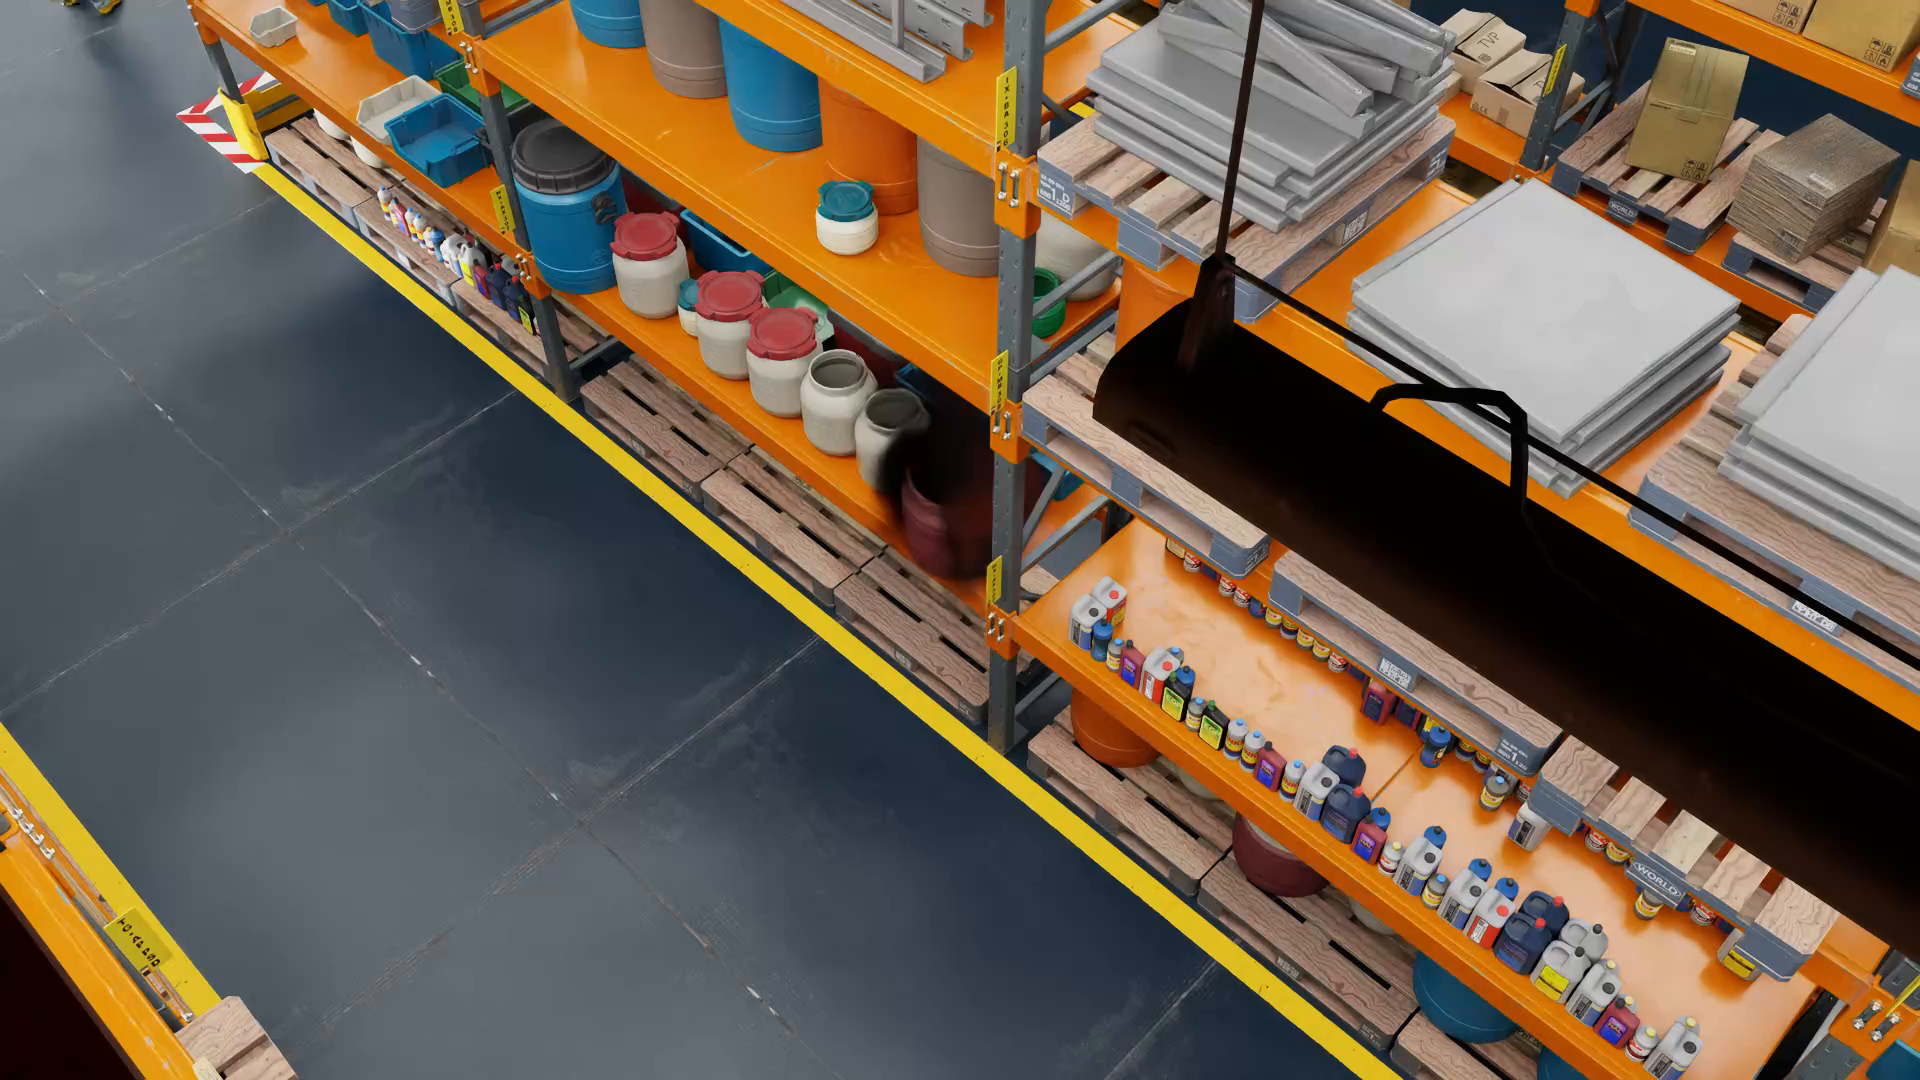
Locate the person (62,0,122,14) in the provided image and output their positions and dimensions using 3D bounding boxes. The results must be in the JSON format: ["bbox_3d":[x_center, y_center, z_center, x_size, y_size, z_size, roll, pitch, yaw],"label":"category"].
[{"bbox_3d":[-7.395,-5.140,13.533,0.604,1.771,0.429,16,52,13],"label":"person"}]
